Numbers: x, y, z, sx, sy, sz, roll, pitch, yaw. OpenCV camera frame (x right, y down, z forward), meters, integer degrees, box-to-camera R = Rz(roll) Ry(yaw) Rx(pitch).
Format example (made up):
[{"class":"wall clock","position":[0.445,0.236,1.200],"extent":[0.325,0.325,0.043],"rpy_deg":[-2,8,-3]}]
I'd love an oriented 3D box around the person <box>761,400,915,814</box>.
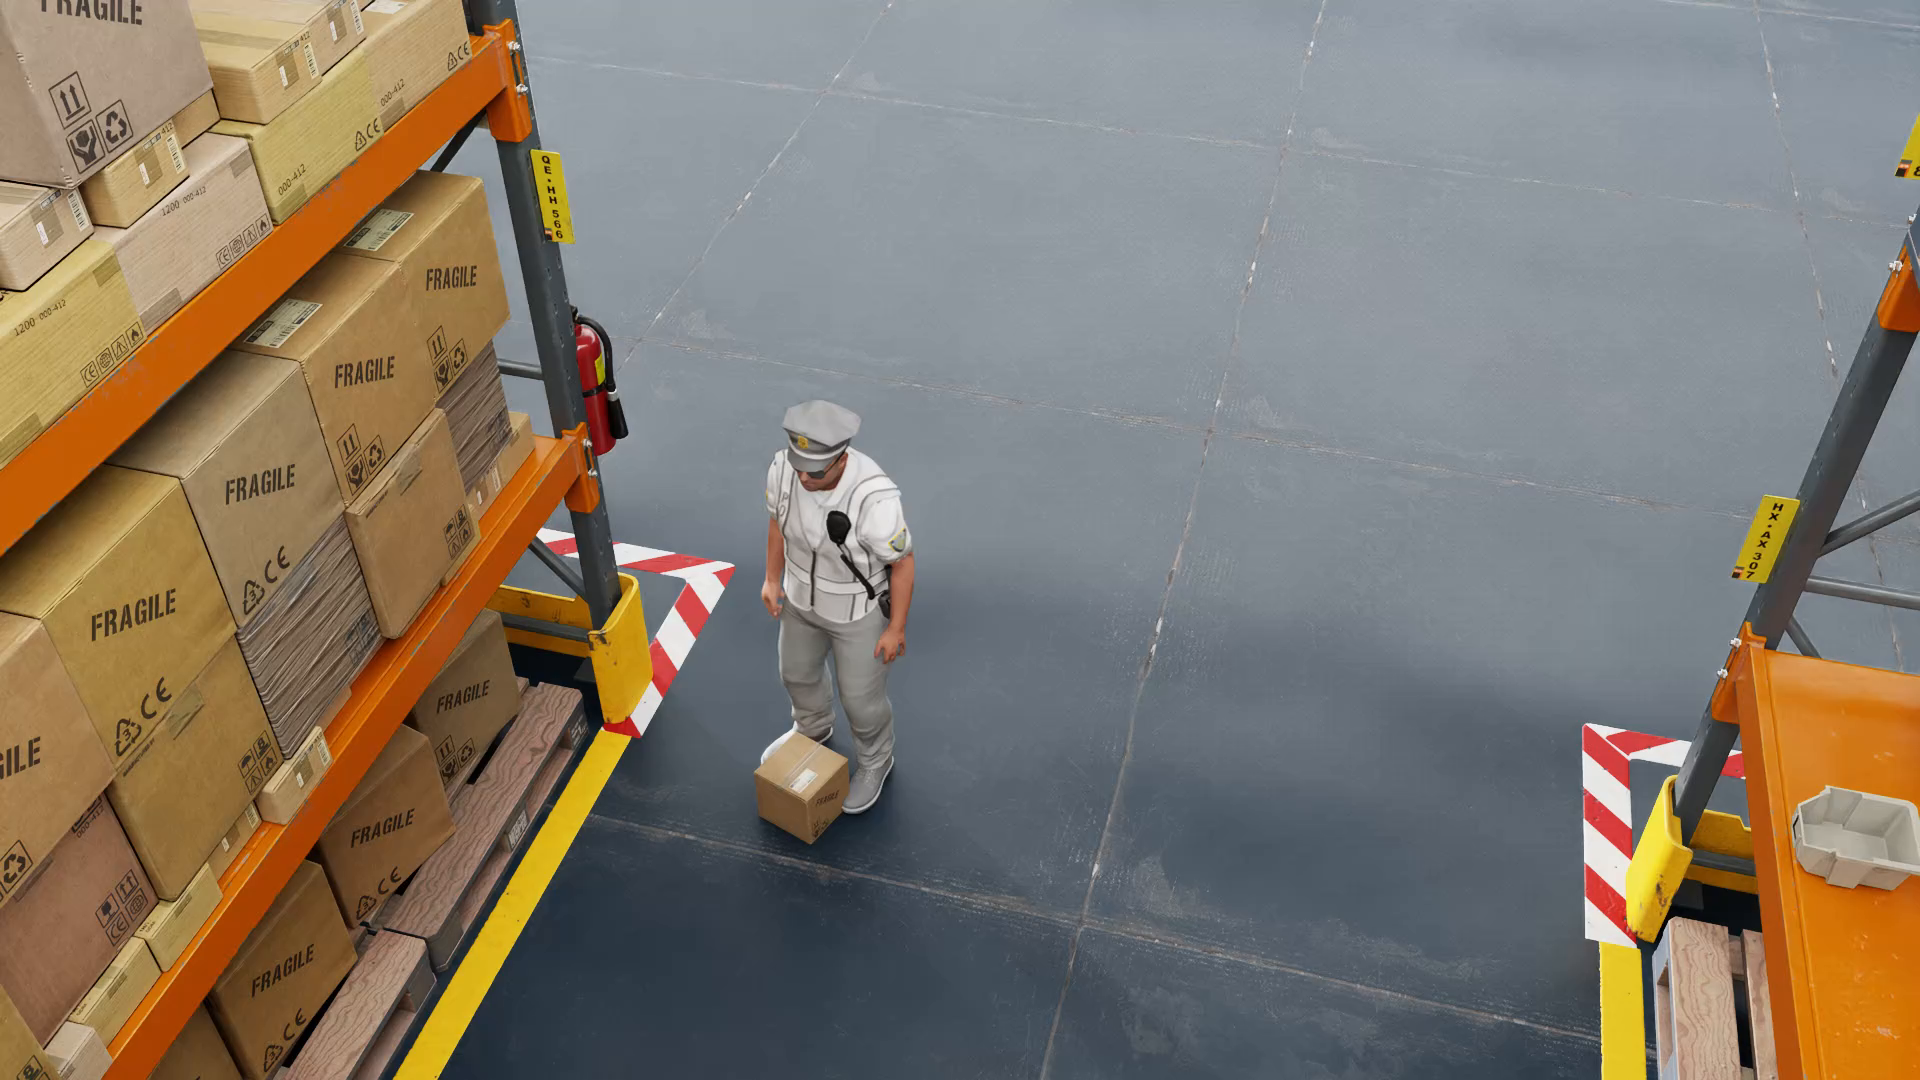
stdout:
[{"class":"person","position":[-0.435,0.210,5.910],"extent":[0.601,1.745,0.444],"rpy_deg":[21,45,23]}]
